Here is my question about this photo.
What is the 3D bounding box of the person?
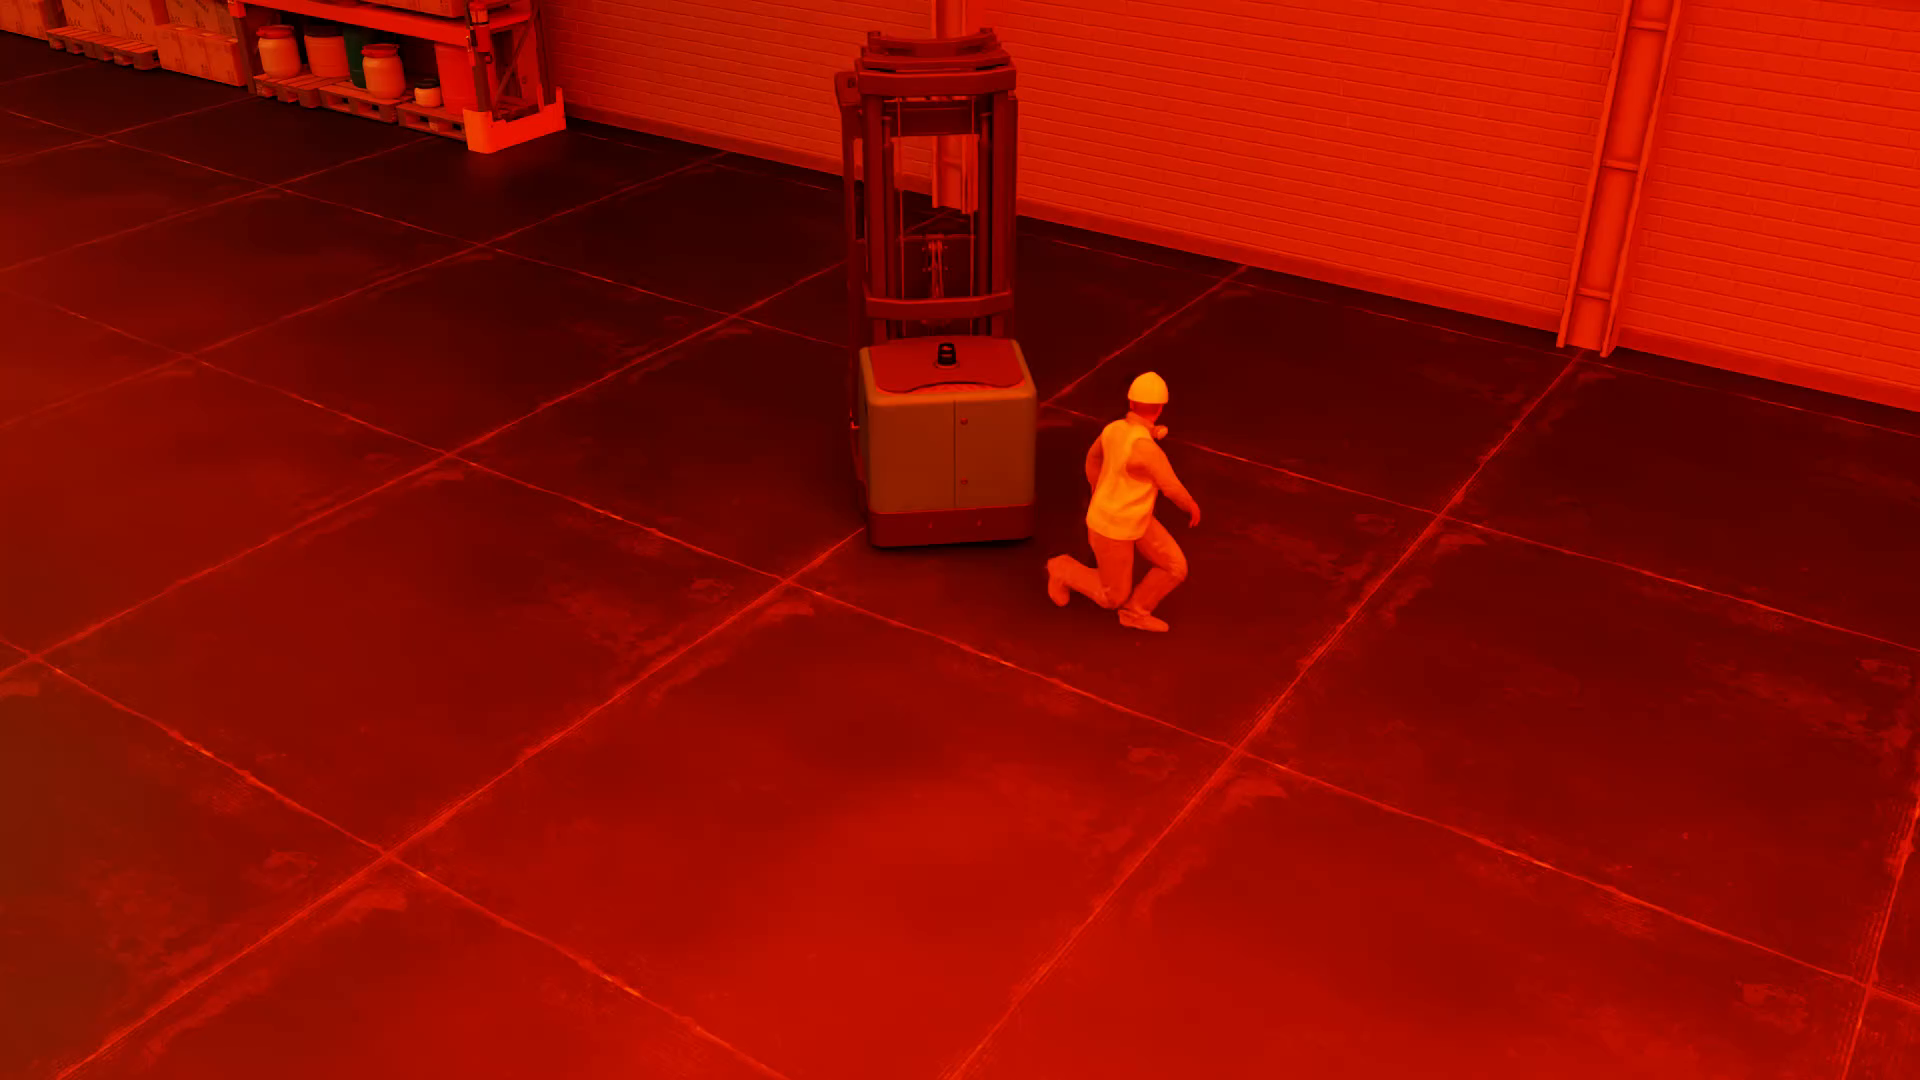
[{"bbox_3d":[0.919,-0.205,9.364,0.867,1.552,0.626,9,31,15],"label":"person"}]

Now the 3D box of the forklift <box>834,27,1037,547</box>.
[{"bbox_3d":[-0.218,-1.941,10.924,1.130,2.935,3.031,-4,30,-6],"label":"forklift"}]
